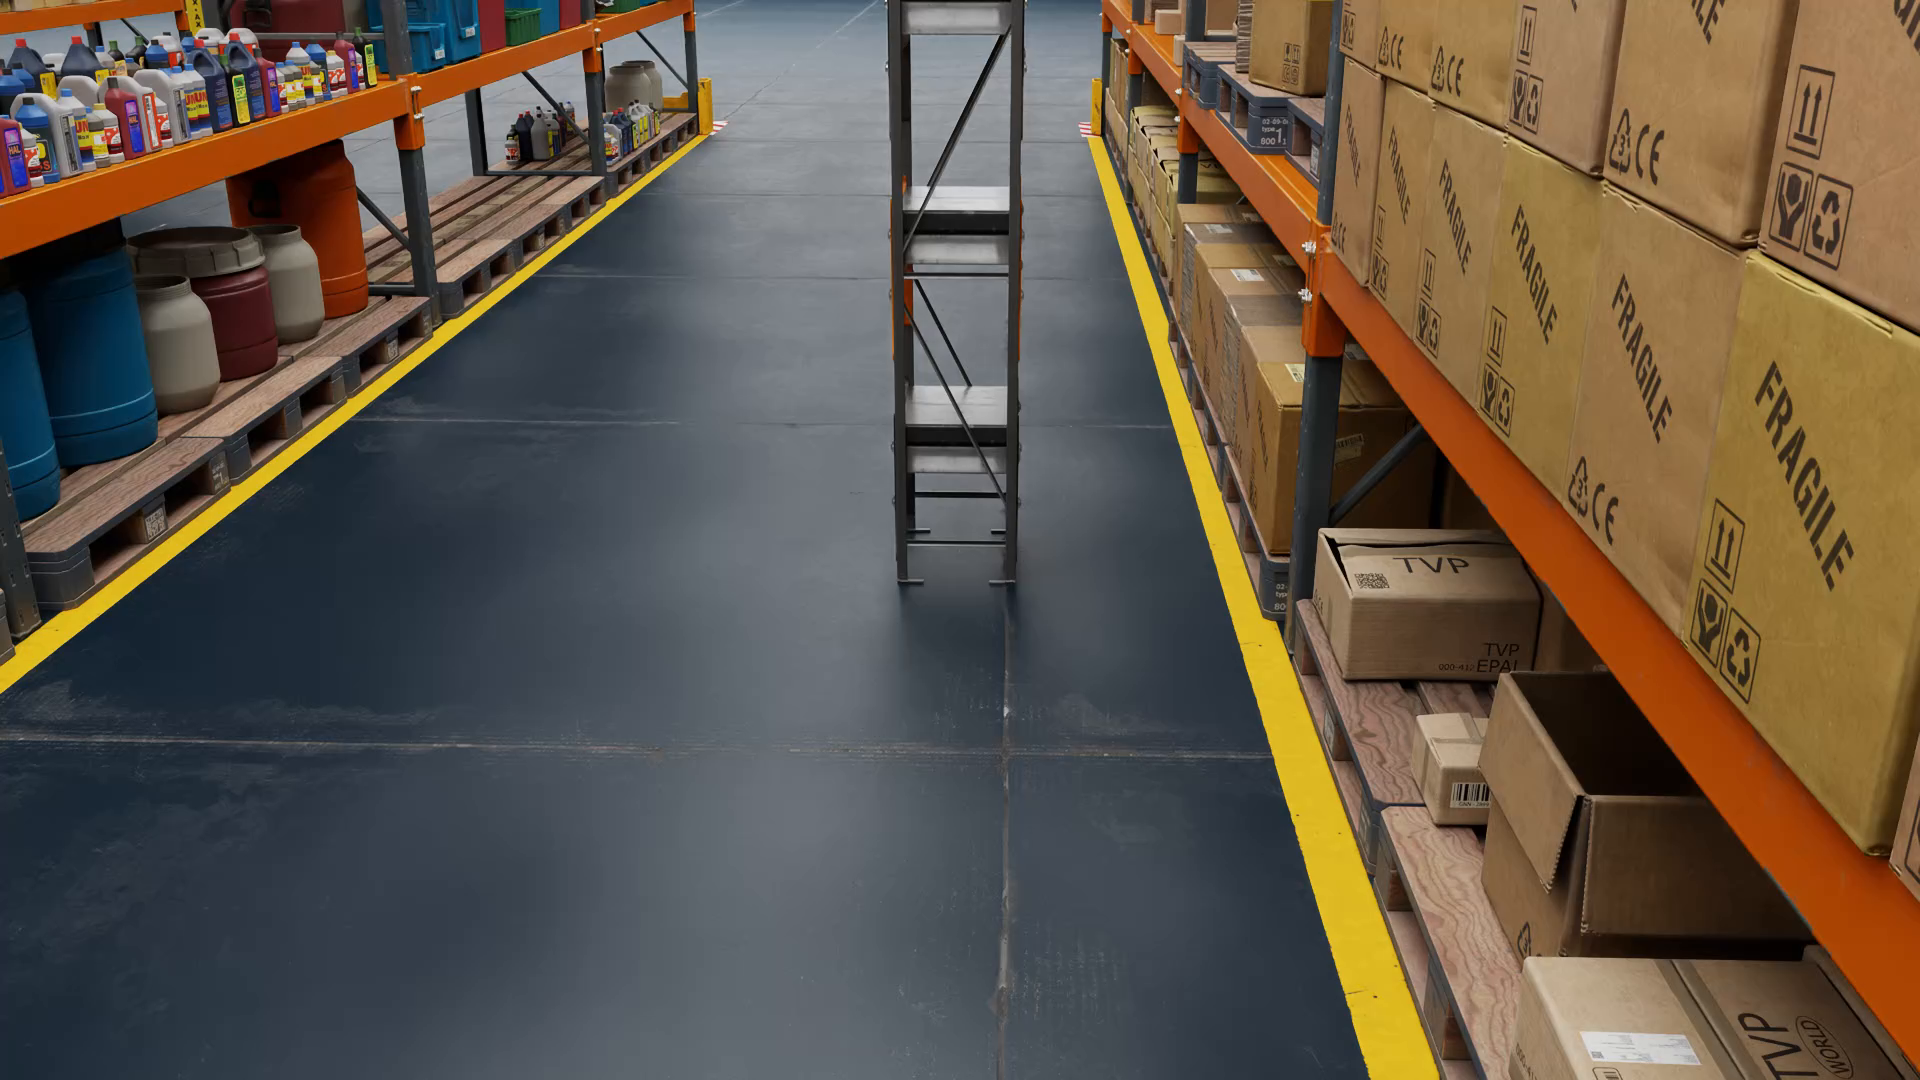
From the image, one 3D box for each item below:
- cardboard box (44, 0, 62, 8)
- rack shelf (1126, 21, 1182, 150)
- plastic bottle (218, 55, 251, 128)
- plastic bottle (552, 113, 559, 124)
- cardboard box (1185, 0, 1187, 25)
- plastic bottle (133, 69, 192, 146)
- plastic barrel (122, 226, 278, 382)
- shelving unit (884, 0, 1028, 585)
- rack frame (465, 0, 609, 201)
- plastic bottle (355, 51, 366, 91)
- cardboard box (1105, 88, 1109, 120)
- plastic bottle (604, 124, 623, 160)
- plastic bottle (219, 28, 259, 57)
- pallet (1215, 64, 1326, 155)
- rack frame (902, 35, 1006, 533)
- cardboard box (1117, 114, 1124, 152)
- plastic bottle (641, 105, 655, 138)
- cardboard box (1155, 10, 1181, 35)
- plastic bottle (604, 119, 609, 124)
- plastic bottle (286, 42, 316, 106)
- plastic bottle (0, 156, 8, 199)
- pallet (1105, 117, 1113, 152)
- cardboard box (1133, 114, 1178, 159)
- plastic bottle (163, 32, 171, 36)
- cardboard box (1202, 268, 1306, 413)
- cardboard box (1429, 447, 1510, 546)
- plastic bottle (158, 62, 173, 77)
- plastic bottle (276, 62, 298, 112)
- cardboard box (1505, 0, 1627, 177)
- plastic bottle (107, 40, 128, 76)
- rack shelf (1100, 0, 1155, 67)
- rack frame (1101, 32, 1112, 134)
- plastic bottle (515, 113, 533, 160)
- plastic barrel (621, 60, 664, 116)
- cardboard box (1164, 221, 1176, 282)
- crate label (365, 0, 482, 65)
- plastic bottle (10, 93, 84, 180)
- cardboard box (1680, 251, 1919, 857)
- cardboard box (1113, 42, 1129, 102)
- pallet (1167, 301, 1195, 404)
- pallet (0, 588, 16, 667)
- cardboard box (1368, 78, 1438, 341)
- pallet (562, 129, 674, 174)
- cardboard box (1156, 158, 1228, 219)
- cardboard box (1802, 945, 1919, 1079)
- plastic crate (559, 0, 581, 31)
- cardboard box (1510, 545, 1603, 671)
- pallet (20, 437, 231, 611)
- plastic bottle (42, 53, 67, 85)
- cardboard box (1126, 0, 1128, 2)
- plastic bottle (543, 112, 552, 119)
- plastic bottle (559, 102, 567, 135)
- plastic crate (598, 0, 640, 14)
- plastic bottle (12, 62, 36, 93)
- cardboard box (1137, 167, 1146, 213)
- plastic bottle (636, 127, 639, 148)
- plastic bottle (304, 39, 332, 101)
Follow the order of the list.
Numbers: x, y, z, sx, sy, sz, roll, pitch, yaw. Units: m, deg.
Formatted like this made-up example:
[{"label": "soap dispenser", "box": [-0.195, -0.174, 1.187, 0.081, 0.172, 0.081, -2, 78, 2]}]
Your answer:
[{"label": "cardboard box", "box": [-7.808, -4.556, 13.972, 0.380, 0.149, 0.250, 1, 21, 2]}, {"label": "rack shelf", "box": [1.693, -2.888, 10.319, 1.077, 0.370, 4.000, 1, 21, 2]}, {"label": "plastic bottle", "box": [-2.949, -1.822, 6.739, 0.061, 0.283, 0.133, 1, 21, 2]}, {"label": "plastic bottle", "box": [-3.346, -3.371, 13.717, 0.061, 0.283, 0.133, 1, 21, 2]}, {"label": "cardboard box", "box": [1.683, -3.344, 10.361, 0.500, 0.500, 0.500, 1, 21, 2]}, {"label": "plastic bottle", "box": [-3.010, -1.633, 6.263, 0.152, 0.276, 0.135, 1, 21, 2]}, {"label": "plastic barrel", "box": [-3.351, -1.042, 7.320, 0.600, 0.588, 0.708, 1, 21, 2]}, {"label": "shelving unit", "box": [-0.005, -0.919, 5.495, 0.431, 2.100, 0.503, 1, 21, 2]}, {"label": "rack frame", "box": [-3.197, -4.002, 12.196, 1.000, 3.000, 0.127, 1, 21, 2]}, {"label": "plastic bottle", "box": [-2.926, -2.271, 8.009, 0.097, 0.201, 0.097, 0, 21, 0]}, {"label": "cardboard box", "box": [1.637, -4.115, 15.708, 0.500, 0.250, 0.500, 1, 21, 2]}, {"label": "plastic bottle", "box": [-2.766, -3.165, 13.196, 0.152, 0.276, 0.135, 1, 21, 4]}, {"label": "plastic bottle", "box": [-3.503, -2.343, 8.093, 0.152, 0.276, 0.135, 1, 21, 2]}, {"label": "pallet", "box": [1.578, -1.707, 6.547, 1.003, 0.211, 1.213, 1, 21, 2]}, {"label": "rack frame", "box": [0.002, -1.007, 5.722, 0.400, 2.100, 0.015, 1, 21, 2]}, {"label": "cardboard box", "box": [1.575, -3.392, 13.844, 0.500, 0.250, 0.500, 1, 21, 2]}, {"label": "plastic bottle", "box": [-2.728, -3.624, 14.379, 0.152, 0.276, 0.135, 1, 21, 2]}, {"label": "cardboard box", "box": [1.523, -3.511, 11.278, 0.380, 0.149, 0.250, 1, 21, 2]}, {"label": "plastic bottle", "box": [-2.874, -3.276, 13.489, 0.097, 0.271, 0.097, 0, 21, 0]}, {"label": "plastic bottle", "box": [-2.945, -2.079, 7.418, 0.097, 0.271, 0.097, 0, 21, 0]}, {"label": "plastic bottle", "box": [-3.002, -1.183, 5.092, 0.061, 0.283, 0.133, 1, 21, 2]}, {"label": "pallet", "box": [1.895, -3.815, 15.570, 1.003, 0.211, 1.213, 1, 21, 2]}, {"label": "cardboard box", "box": [1.472, -2.794, 11.528, 0.500, 0.311, 0.500, 0, 21, 1]}, {"label": "plastic bottle", "box": [-3.710, -2.230, 7.791, 0.061, 0.283, 0.133, 1, 21, 2]}, {"label": "cardboard box", "box": [1.292, -0.819, 6.840, 0.500, 0.500, 0.500, 0, 21, 0]}, {"label": "cardboard box", "box": [1.769, -0.265, 5.414, 0.500, 0.500, 0.500, 0, 21, -1]}, {"label": "plastic bottle", "box": [-3.117, -1.745, 6.557, 0.097, 0.271, 0.097, 0, 21, 0]}, {"label": "plastic bottle", "box": [-2.951, -1.976, 7.249, 0.097, 0.201, 0.097, 0, 21, 0]}, {"label": "cardboard box", "box": [1.169, -0.840, 2.526, 0.500, 0.500, 0.500, 1, 21, 3]}, {"label": "plastic bottle", "box": [-3.725, -2.050, 7.326, 0.061, 0.283, 0.133, 1, 21, 2]}, {"label": "rack shelf", "box": [1.815, -4.334, 14.046, 1.077, 0.370, 4.000, 1, 21, 2]}, {"label": "rack frame", "box": [1.876, -5.392, 15.780, 1.000, 3.000, 0.127, 1, 21, 2]}, {"label": "plastic bottle", "box": [-3.465, -3.208, 13.204, 0.144, 0.351, 0.185, 0, 21, 0]}, {"label": "plastic barrel", "box": [-3.019, -4.245, 15.682, 0.421, 0.512, 0.421, 0, 21, 0]}, {"label": "cardboard box", "box": [1.405, -1.607, 9.243, 0.500, 0.250, 0.500, 1, 21, 3]}, {"label": "crate label", "box": [-3.018, -2.928, 9.380, 0.502, 0.435, 0.616, 1, 21, 2]}, {"label": "plastic bottle", "box": [-3.034, -1.347, 5.525, 0.152, 0.276, 0.135, 1, 21, 2]}, {"label": "cardboard box", "box": [1.143, -0.006, 1.760, 0.500, 0.500, 0.500, 1, 21, 2]}, {"label": "cardboard box", "box": [1.622, -4.103, 14.640, 0.500, 0.500, 0.500, 1, 21, 2]}, {"label": "pallet", "box": [1.572, -0.930, 8.135, 1.003, 0.211, 1.213, 1, 21, 2]}, {"label": "pallet", "box": [-3.424, 0.457, 4.559, 1.003, 0.211, 1.213, 1, 21, 2]}, {"label": "cardboard box", "box": [1.211, -0.734, 3.635, 0.500, 0.500, 0.500, 1, 21, 3]}, {"label": "pallet", "box": [-3.100, -3.386, 14.465, 1.003, 0.211, 1.213, 1, 21, 2]}, {"label": "cardboard box", "box": [1.412, -2.055, 9.624, 0.500, 0.311, 0.500, 0, 21, 1]}, {"label": "cardboard box", "box": [1.720, 0.915, 2.718, 0.500, 0.250, 0.500, 1, 21, 2]}, {"label": "plastic crate", "box": [-2.906, -3.853, 11.725, 0.402, 0.464, 0.583, 1, 21, 2]}, {"label": "cardboard box", "box": [1.777, 0.116, 4.431, 0.500, 0.500, 0.500, 1, 21, 2]}, {"label": "pallet", "box": [-3.375, -0.088, 5.964, 1.003, 0.211, 1.213, 1, 21, 2]}, {"label": "plastic bottle", "box": [-3.697, -1.843, 6.805, 0.152, 0.276, 0.135, 1, 21, 2]}, {"label": "cardboard box", "box": [1.838, -5.080, 14.837, 0.700, 0.500, 0.500, 1, 21, 3]}, {"label": "plastic bottle", "box": [-3.441, -3.418, 13.849, 0.152, 0.276, 0.135, 1, 21, 3]}, {"label": "plastic bottle", "box": [-3.467, -3.653, 14.444, 0.061, 0.283, 0.133, 1, 21, 3]}, {"label": "plastic crate", "box": [-2.873, -4.391, 13.491, 0.450, 0.188, 0.662, 1, 21, 2]}, {"label": "plastic bottle", "box": [-3.673, -1.732, 6.524, 0.097, 0.271, 0.097, 0, 21, 0]}, {"label": "cardboard box", "box": [1.464, -2.345, 11.146, 0.500, 0.250, 0.500, 0, 21, 0]}, {"label": "plastic bottle", "box": [-2.720, -3.360, 13.802, 0.097, 0.201, 0.097, 0, 21, 0]}, {"label": "plastic bottle", "box": [-2.939, -2.149, 7.599, 0.097, 0.271, 0.097, 0, 21, 0]}]
